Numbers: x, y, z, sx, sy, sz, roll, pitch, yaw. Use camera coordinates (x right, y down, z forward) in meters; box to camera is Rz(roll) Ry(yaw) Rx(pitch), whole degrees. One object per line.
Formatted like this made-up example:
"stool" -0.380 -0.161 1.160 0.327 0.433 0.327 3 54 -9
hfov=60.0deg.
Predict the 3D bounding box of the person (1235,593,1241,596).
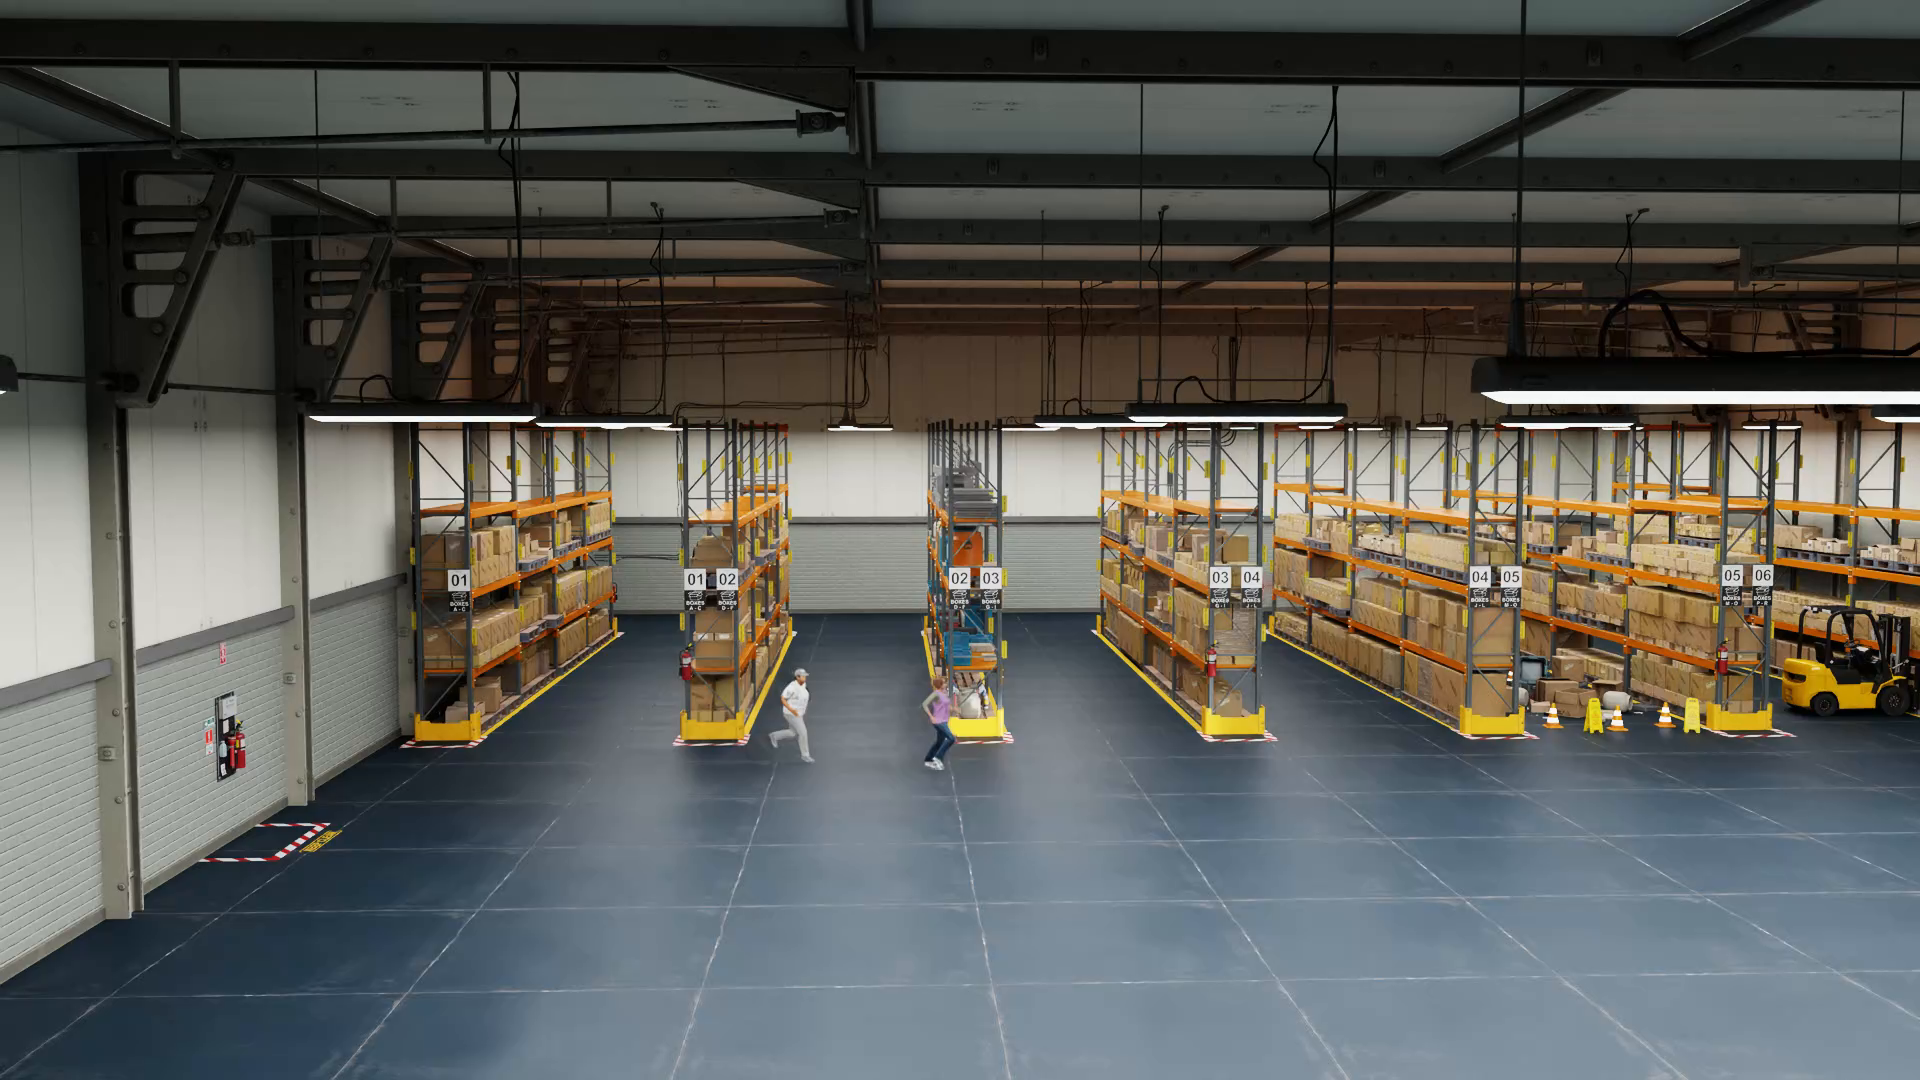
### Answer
"person" 7.943 1.808 48.370 0.845 1.678 0.763 -3 5 -37

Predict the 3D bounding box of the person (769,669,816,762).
"person" -2.931 3.052 29.141 0.885 1.627 0.606 1 4 21

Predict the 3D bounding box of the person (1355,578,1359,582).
"person" 11.125 1.890 46.966 0.572 1.651 0.581 -1 4 -16

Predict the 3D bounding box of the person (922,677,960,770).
"person" -0.315 3.111 28.223 0.655 1.583 0.509 1 4 18
